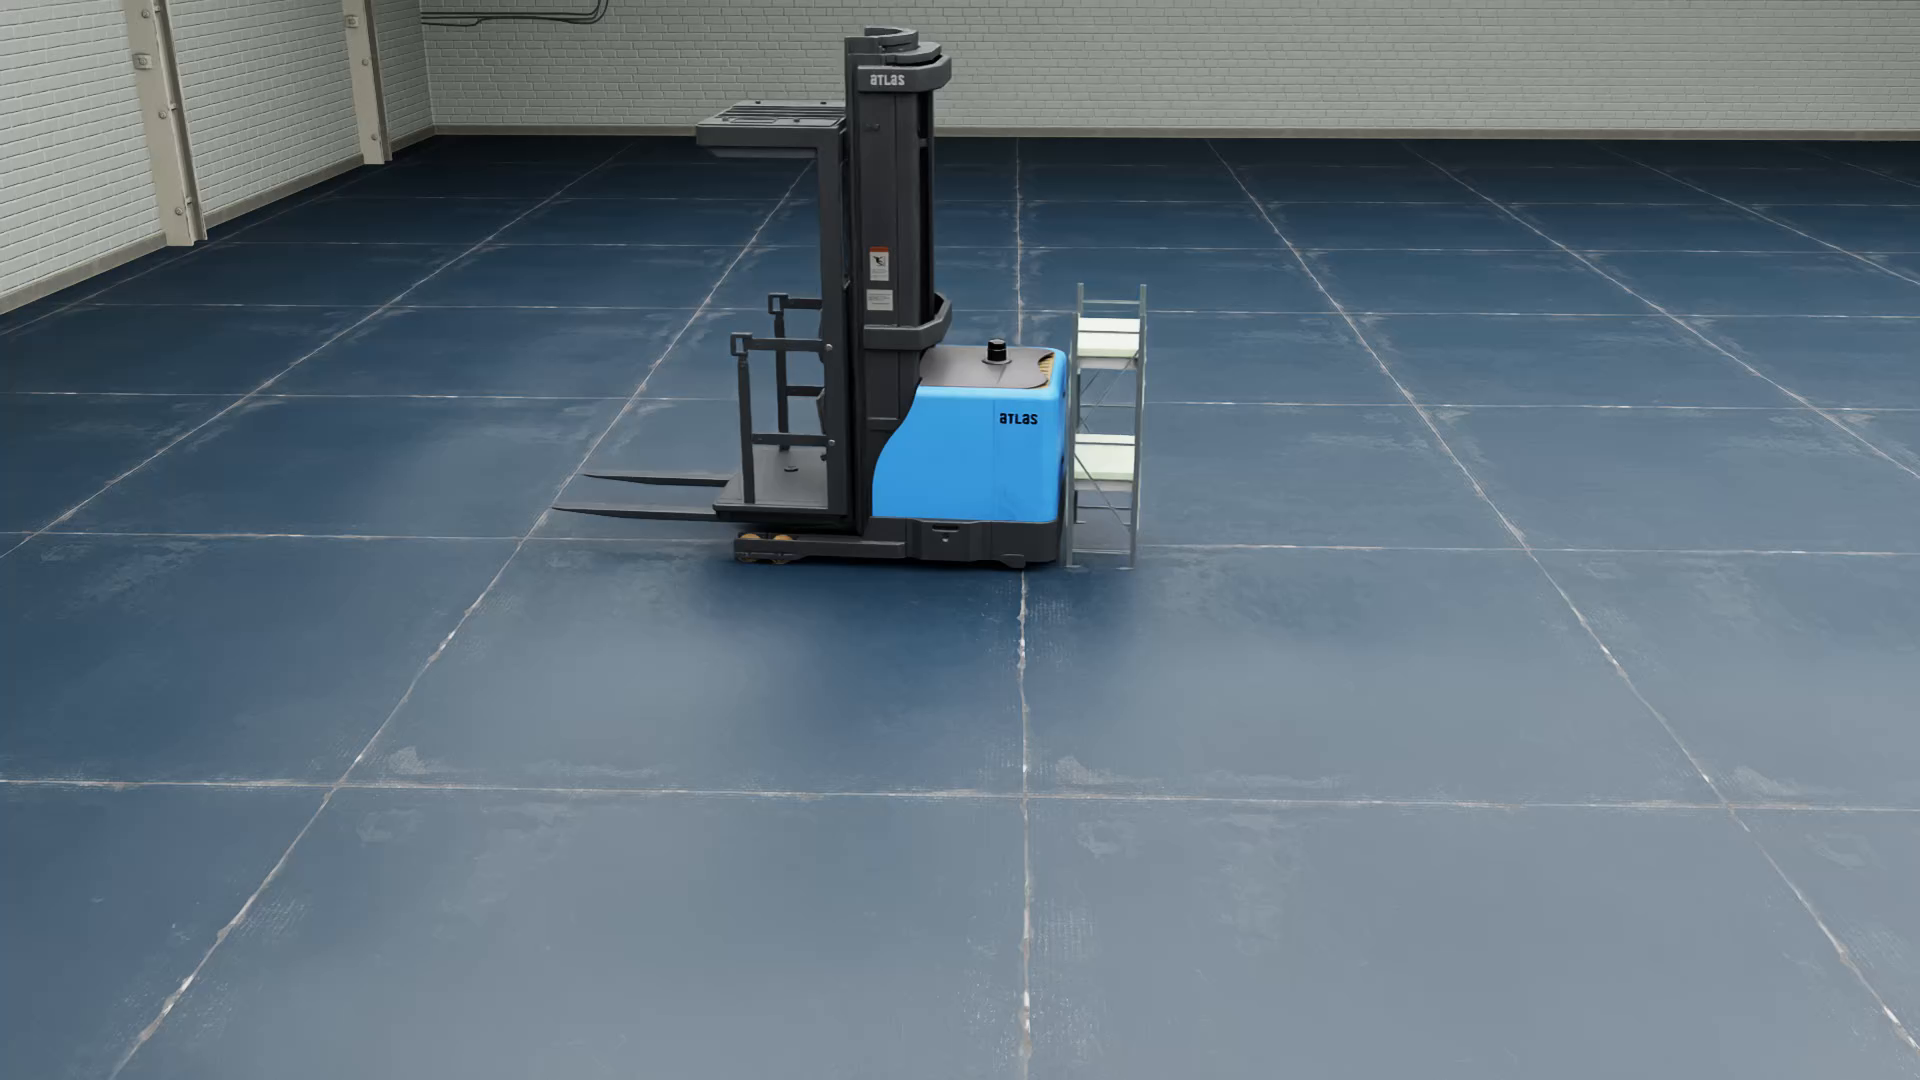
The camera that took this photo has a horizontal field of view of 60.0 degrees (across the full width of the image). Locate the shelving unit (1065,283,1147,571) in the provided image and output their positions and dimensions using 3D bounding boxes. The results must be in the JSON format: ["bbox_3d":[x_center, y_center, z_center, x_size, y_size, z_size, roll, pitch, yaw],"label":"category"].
[{"bbox_3d":[0.851,-0.666,9.673,0.431,1.500,0.755,2,21,6],"label":"shelving unit"}]

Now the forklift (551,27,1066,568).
[{"bbox_3d":[-0.897,-1.413,9.620,3.031,2.935,1.130,2,21,6],"label":"forklift"}]

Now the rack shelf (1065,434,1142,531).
[{"bbox_3d":[0.851,-0.363,9.791,0.431,0.370,0.720,2,21,6],"label":"rack shelf"}]

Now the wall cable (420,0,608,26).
[{"bbox_3d":[-7.071,-9.301,25.853,3.097,2.526,0.112,1,21,2],"label":"wall cable"}]

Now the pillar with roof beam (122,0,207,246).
[{"bbox_3d":[-4.362,-7.482,16.871,9.100,9.000,0.400,1,21,2],"label":"pillar with roof beam"}]

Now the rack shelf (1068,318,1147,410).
[{"bbox_3d":[0.851,-1.030,9.532,0.431,0.370,0.720,2,21,6],"label":"rack shelf"}]

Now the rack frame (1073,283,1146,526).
[{"bbox_3d":[0.889,-0.798,10.012,0.400,1.500,0.023,2,21,6],"label":"rack frame"}]

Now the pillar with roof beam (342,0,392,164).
[{"bbox_3d":[-4.180,-9.651,22.462,9.100,9.000,0.400,1,21,2],"label":"pillar with roof beam"}]

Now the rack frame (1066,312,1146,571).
[{"bbox_3d":[0.813,-0.535,9.334,0.400,1.500,0.023,2,21,6],"label":"rack frame"}]
